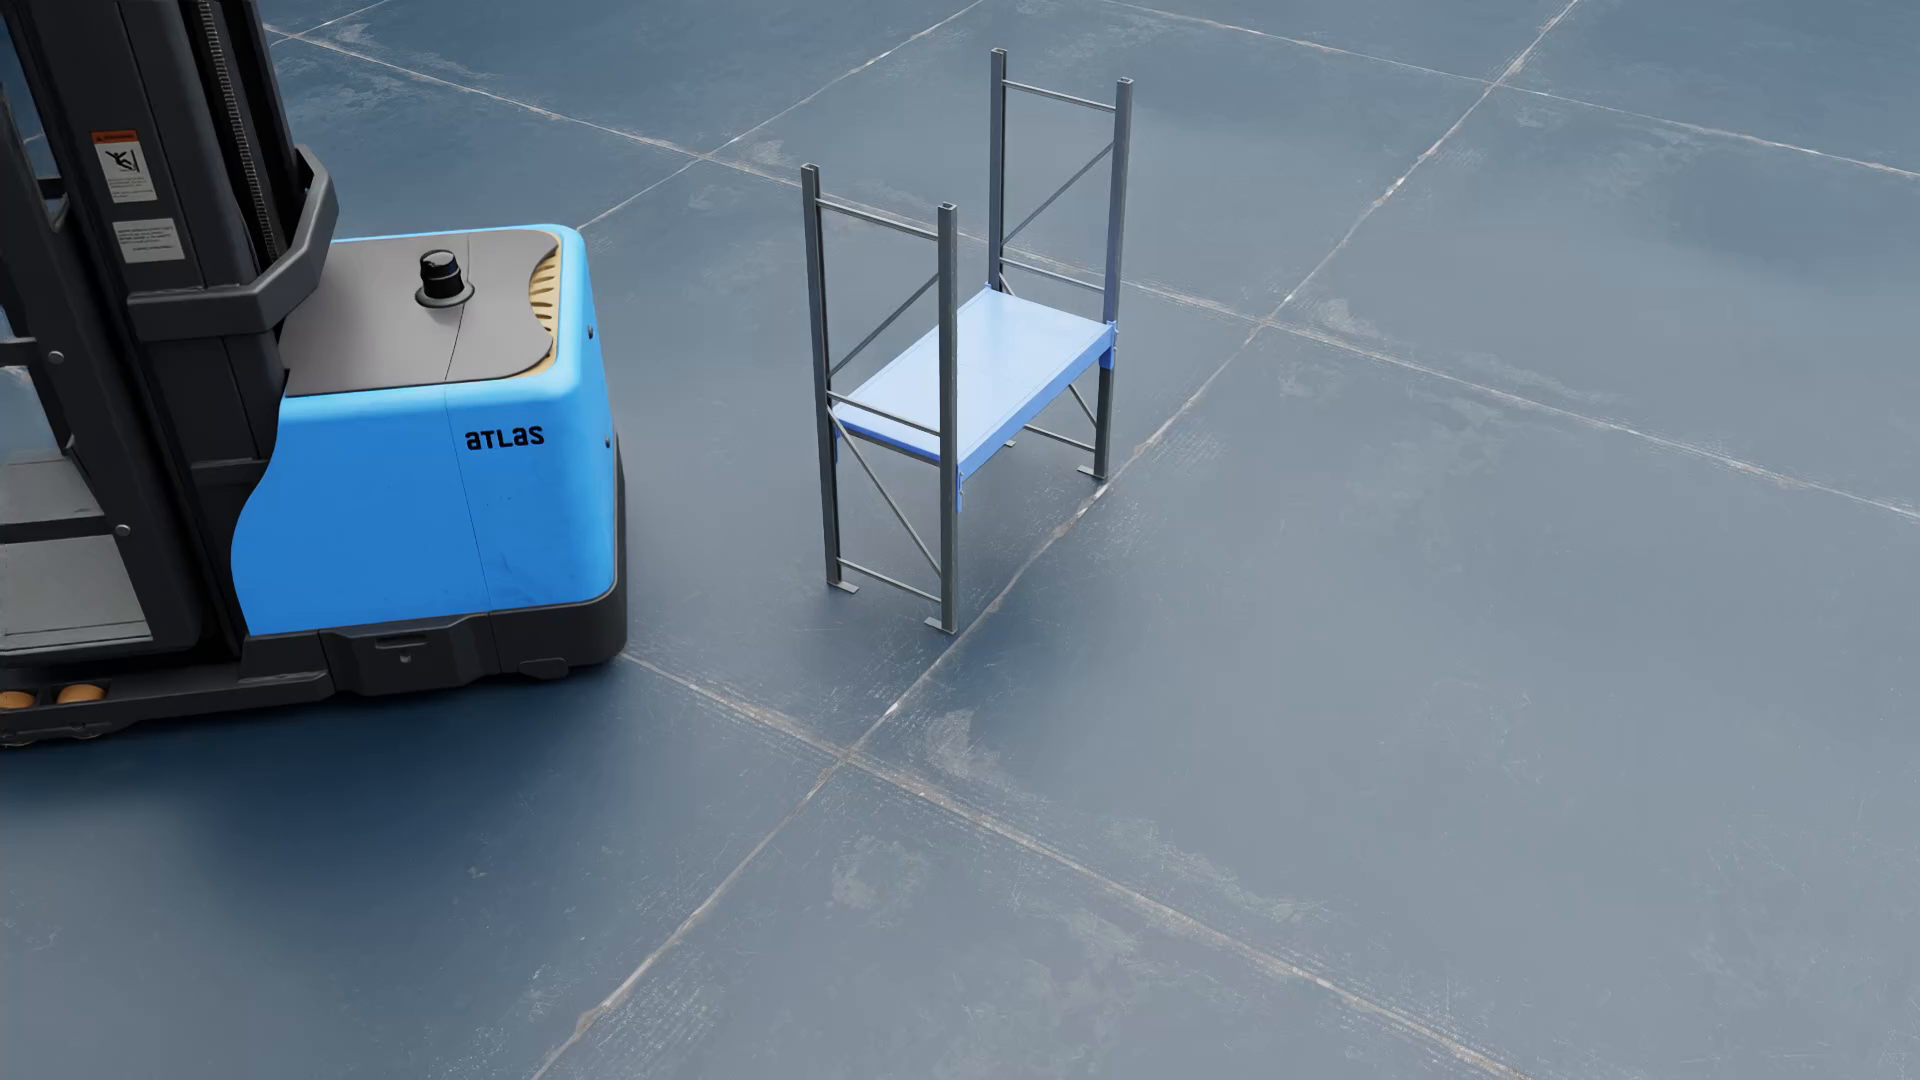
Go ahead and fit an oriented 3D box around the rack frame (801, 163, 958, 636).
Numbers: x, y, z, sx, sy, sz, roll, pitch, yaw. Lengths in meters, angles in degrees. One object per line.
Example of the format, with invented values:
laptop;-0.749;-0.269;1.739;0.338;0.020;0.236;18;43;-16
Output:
rack frame;-0.227;-0.376;5.009;0.500;1.500;0.032;21;42;25

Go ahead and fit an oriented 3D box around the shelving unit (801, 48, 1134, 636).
shelving unit;0.046;-0.638;5.349;0.538;1.500;1.048;21;42;25

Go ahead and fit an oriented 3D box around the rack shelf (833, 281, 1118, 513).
rack shelf;0.046;-0.496;5.459;0.538;0.185;1.000;21;42;25

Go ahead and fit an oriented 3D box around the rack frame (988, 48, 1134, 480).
rack frame;0.318;-0.900;5.689;0.500;1.500;0.032;21;42;25

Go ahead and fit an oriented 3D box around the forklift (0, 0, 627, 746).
forklift;-2.611;-0.895;4.510;3.031;2.935;1.130;-6;38;-7
